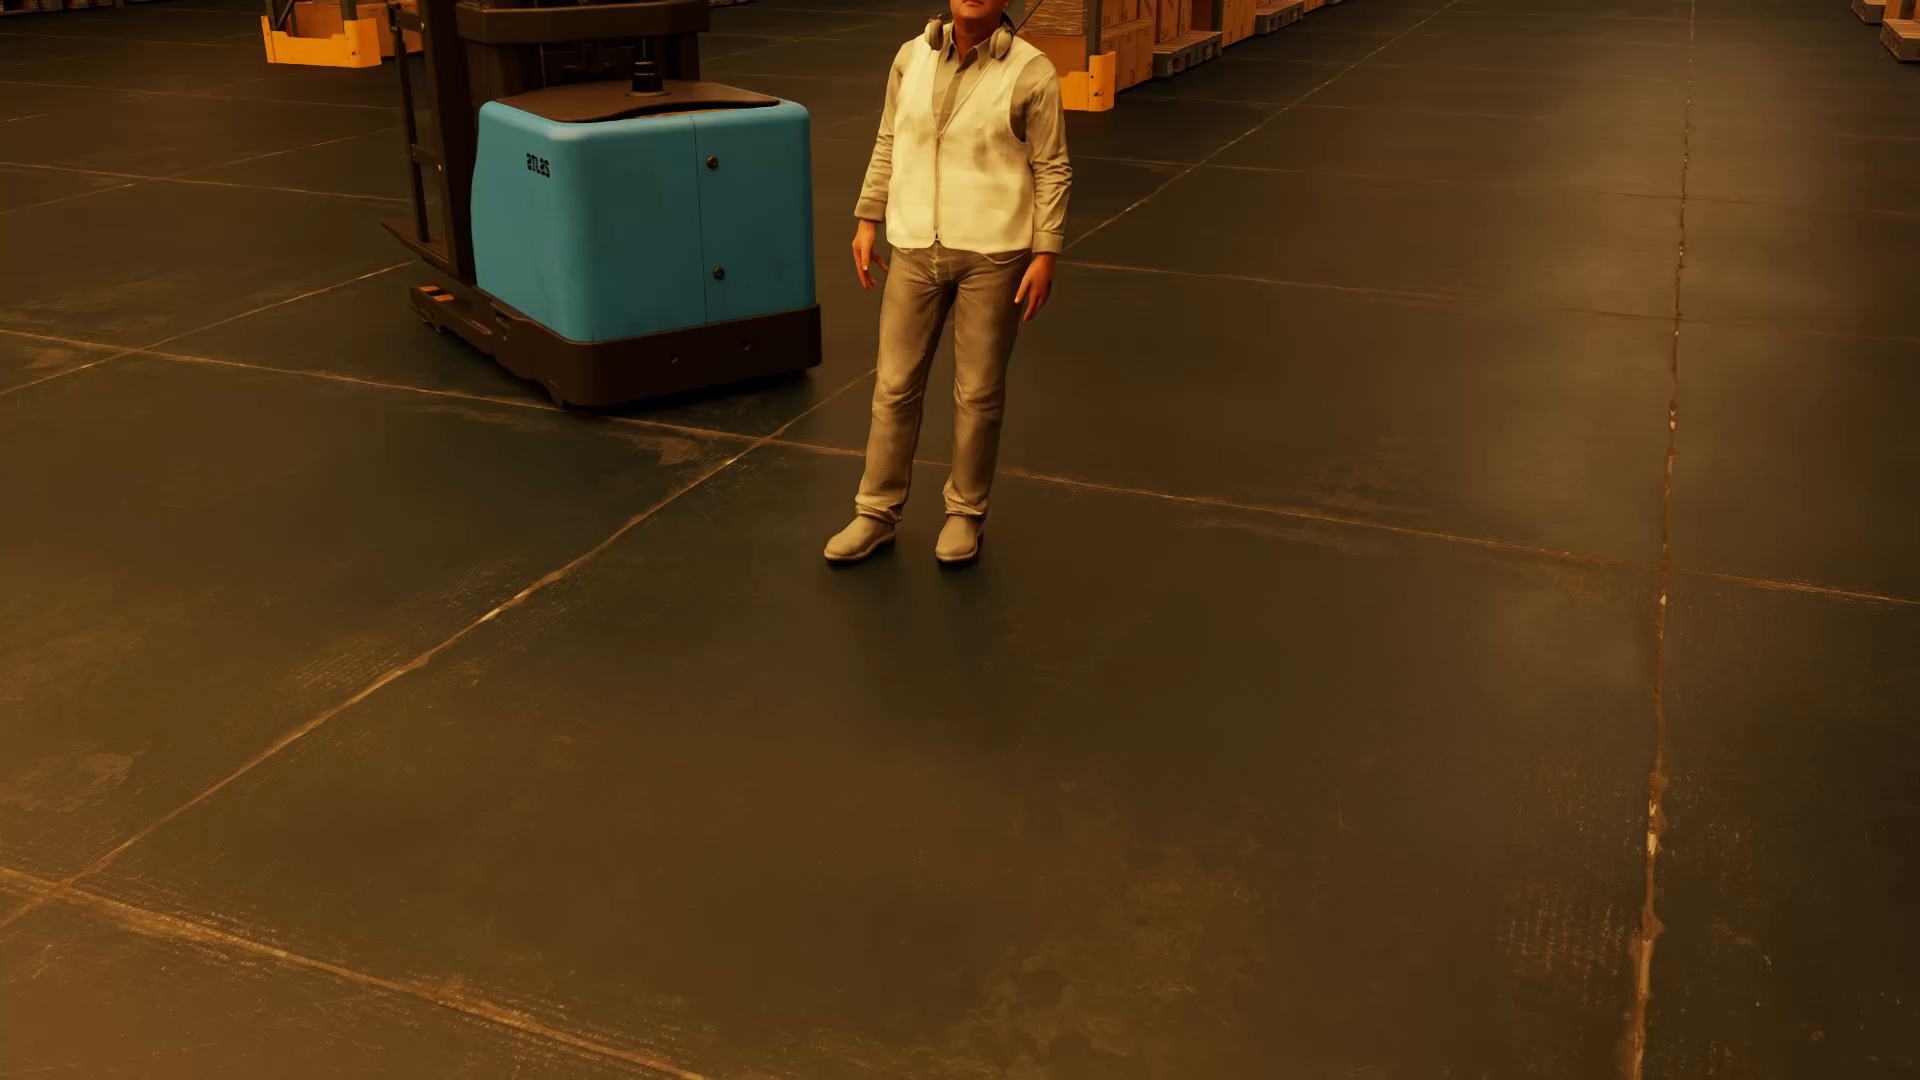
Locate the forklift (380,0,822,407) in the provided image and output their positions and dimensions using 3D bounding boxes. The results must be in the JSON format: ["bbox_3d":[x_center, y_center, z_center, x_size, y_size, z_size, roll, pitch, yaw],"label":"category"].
[{"bbox_3d":[-1.791,-2.350,6.915,1.130,2.935,3.031,-15,27,-31],"label":"forklift"}]

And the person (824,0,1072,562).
[{"bbox_3d":[-0.031,-0.804,4.698,0.632,1.773,0.568,9,24,21],"label":"person"}]
